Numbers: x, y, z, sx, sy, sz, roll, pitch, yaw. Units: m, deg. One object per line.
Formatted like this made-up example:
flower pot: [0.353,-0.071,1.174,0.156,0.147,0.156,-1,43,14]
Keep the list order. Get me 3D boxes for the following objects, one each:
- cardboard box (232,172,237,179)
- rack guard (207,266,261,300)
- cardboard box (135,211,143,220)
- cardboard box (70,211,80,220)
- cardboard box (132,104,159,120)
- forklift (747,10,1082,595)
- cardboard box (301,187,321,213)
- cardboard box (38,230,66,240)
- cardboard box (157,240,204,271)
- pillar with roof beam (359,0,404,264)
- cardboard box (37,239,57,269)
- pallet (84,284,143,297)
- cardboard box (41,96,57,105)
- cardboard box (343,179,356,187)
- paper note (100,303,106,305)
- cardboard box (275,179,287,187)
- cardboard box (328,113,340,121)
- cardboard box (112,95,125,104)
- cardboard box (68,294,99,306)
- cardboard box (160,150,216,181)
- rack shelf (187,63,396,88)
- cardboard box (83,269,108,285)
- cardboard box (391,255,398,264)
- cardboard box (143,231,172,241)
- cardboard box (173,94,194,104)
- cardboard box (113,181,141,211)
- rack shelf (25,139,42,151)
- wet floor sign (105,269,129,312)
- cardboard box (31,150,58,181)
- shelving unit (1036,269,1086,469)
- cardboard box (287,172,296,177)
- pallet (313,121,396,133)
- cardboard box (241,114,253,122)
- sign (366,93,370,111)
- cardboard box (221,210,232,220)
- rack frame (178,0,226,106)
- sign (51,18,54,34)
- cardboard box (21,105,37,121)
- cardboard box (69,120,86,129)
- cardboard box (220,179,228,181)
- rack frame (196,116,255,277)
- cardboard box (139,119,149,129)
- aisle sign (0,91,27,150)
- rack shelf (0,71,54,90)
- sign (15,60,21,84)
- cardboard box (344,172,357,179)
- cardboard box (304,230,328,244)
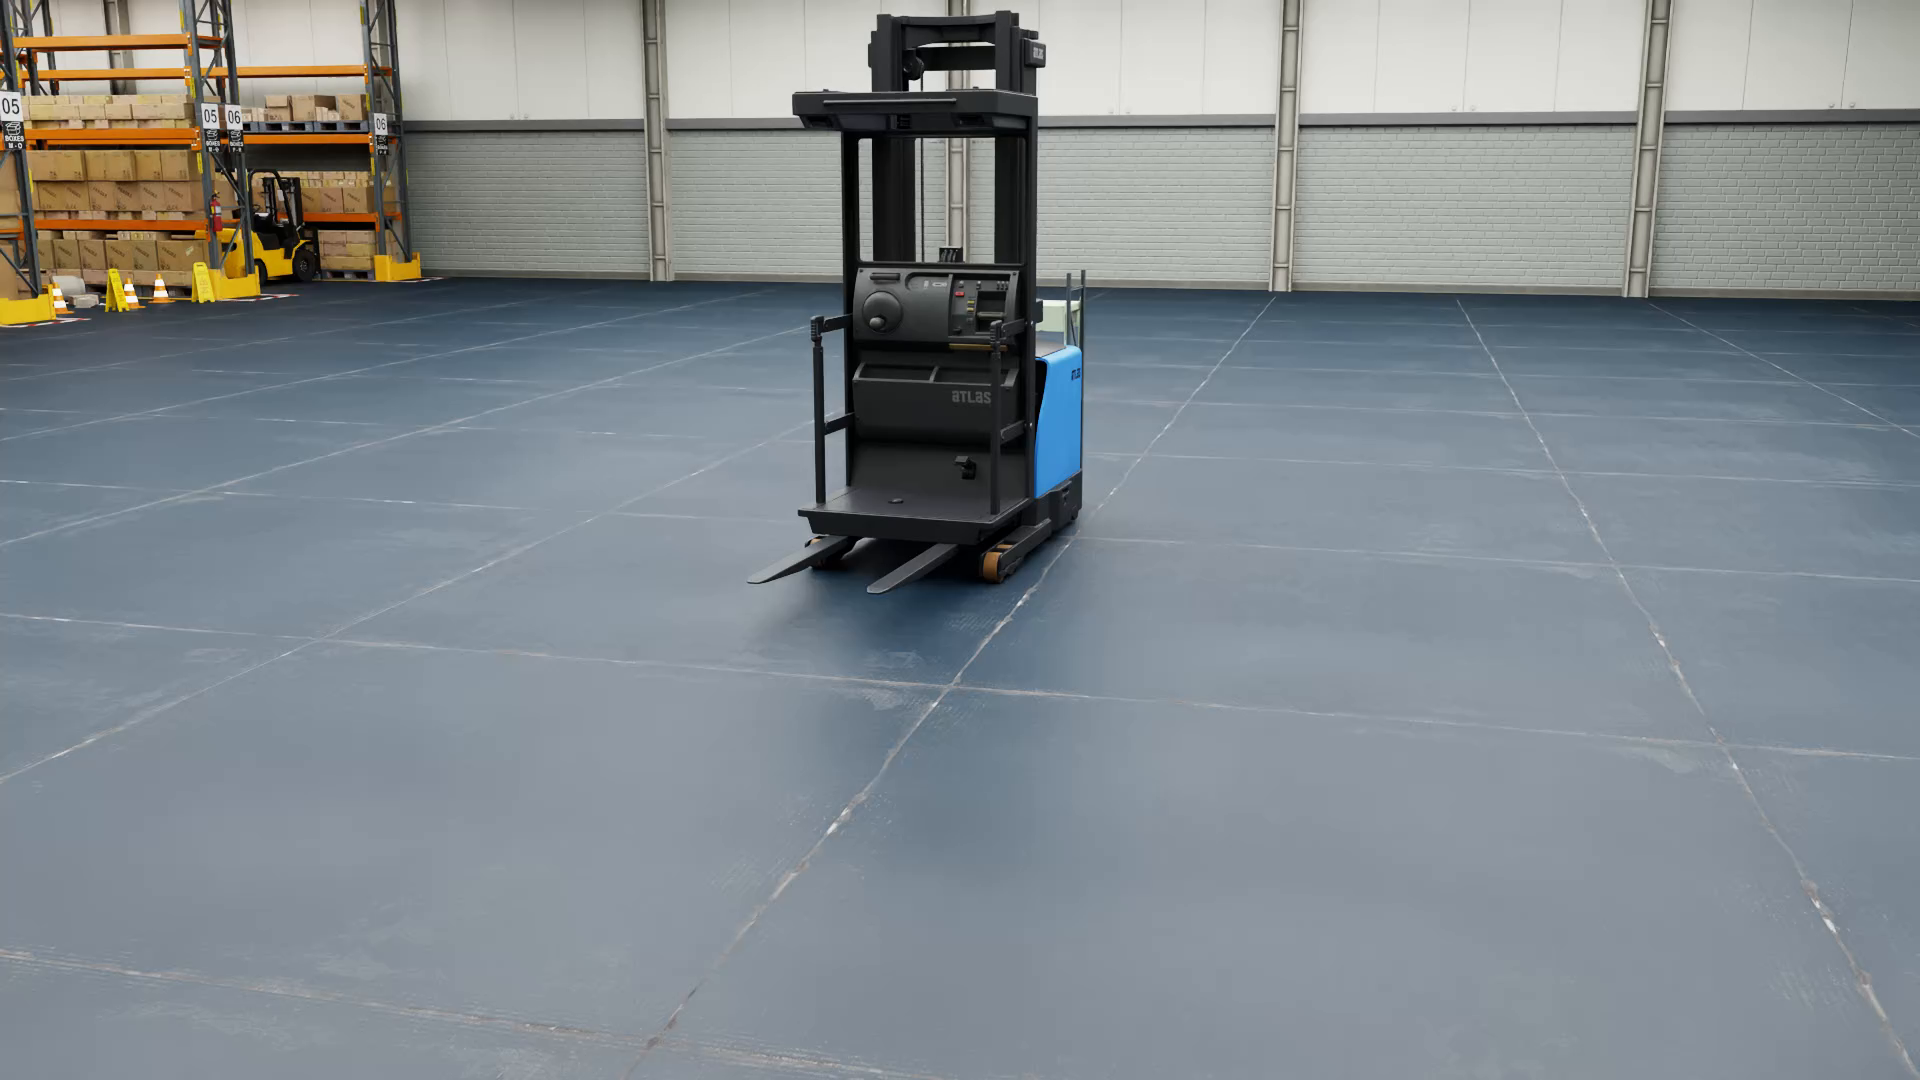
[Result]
cardboard box: [-14.352,-7.306,33.325,0.250,0.149,0.380,3,13,12]
rack guard: [-12.491,-4.413,28.468,0.348,0.500,1.175,3,13,14]
cardboard box: [-13.820,-5.538,28.350,0.250,0.149,0.380,3,13,14]
cardboard box: [-15.051,-5.593,28.598,0.250,0.149,0.380,3,13,13]
cardboard box: [-13.464,-7.164,27.834,0.500,0.250,0.500,3,13,13]
forklift: [-0.200,-1.303,8.841,1.130,2.935,3.031,4,13,18]
cardboard box: [-12.772,-6.747,32.990,0.500,0.500,0.500,3,13,12]
cardboard box: [-15.686,-5.275,28.736,0.250,0.149,0.380,3,13,14]
cardboard box: [-13.258,-4.844,28.291,0.500,0.500,0.500,3,13,14]
pillar with roof beam: [-12.723,-8.922,29.172,0.400,9.000,9.100,3,13,14]
cardboard box: [-15.793,-4.978,28.892,0.500,0.500,0.500,4,13,16]
pallet: [-14.452,-4.385,29.010,1.213,0.211,1.003,3,13,14]
cardboard box: [-15.311,-7.440,28.158,0.250,0.149,0.380,3,13,13]
cardboard box: [-11.891,-7.004,32.651,0.250,0.149,0.380,3,13,14]
paper note: [-13.812,-3.810,26.835,0.142,0.019,0.148,-1,13,-6]
cardboard box: [-13.372,-7.090,33.035,0.250,0.149,0.380,3,13,12]
cardboard box: [-12.109,-8.248,32.437,0.250,0.149,0.380,3,13,12]
cardboard box: [-14.027,-7.404,27.992,0.250,0.149,0.380,3,13,12]
cardboard box: [-14.173,-3.880,26.880,0.250,0.149,0.380,12,17,43]
cardboard box: [-12.966,-6.292,27.941,0.500,0.500,0.700,3,13,12]
rack shelf: [-13.174,-9.159,32.824,4.000,0.370,1.077,3,13,14]
cardboard box: [-14.756,-4.559,28.738,0.500,0.250,0.500,3,13,13]
cardboard box: [-11.662,-5.602,33.438,0.500,0.250,0.500,3,13,14]
cardboard box: [-13.630,-5.166,28.243,0.250,0.149,0.380,3,13,15]
cardboard box: [-12.817,-7.315,27.595,0.250,0.149,0.380,3,13,14]
cardboard box: [-13.980,-5.847,28.244,0.500,0.500,0.500,3,13,13]
rack shelf: [-18.243,-7.053,29.336,4.000,0.370,1.077,3,13,14]
wet floor sign: [-13.003,-3.848,25.589,0.232,0.644,0.267,1,13,4]
cardboard box: [-15.435,-6.419,28.515,0.500,0.500,0.700,3,13,14]
shelving unit: [0.376,-0.964,10.617,0.755,1.500,0.431,4,13,18]
cardboard box: [-13.121,-7.236,33.009,0.250,0.149,0.380,3,13,14]
pallet: [-11.912,-8.136,32.760,1.213,0.211,1.003,3,13,14]
cardboard box: [-14.006,-8.349,32.894,0.250,0.149,0.380,3,13,15]
sign: [-11.375,-8.418,31.962,0.005,0.325,0.100,3,13,14]
cardboard box: [-12.698,-5.567,28.482,0.250,0.149,0.380,3,13,14]
rack frame: [-15.115,-9.809,33.171,0.127,3.000,1.000,3,13,14]
sign: [-18.869,-10.667,34.515,0.005,0.325,0.100,3,13,14]
cardboard box: [-15.939,-7.292,28.412,0.500,0.250,0.500,3,13,12]
cardboard box: [-14.826,-7.025,28.127,0.250,0.149,0.380,3,13,12]
cardboard box: [-14.617,-7.161,33.356,0.250,0.149,0.380,3,13,15]
rack frame: [-12.417,-5.629,28.179,0.127,3.000,1.000,3,13,14]
cardboard box: [-13.560,-6.984,27.944,0.250,0.149,0.380,3,13,14]
aisle sign: [-13.365,-5.911,23.450,0.004,0.787,0.394,3,13,14]
rack shelf: [-20.941,-9.574,34.695,4.000,0.370,1.077,3,13,14]
sign: [-13.367,-6.629,23.560,0.005,0.325,0.100,3,13,14]
cardboard box: [-11.877,-7.164,32.684,0.250,0.149,0.380,3,13,14]
cardboard box: [-12.743,-6.031,33.064,0.500,0.250,0.500,3,13,14]
